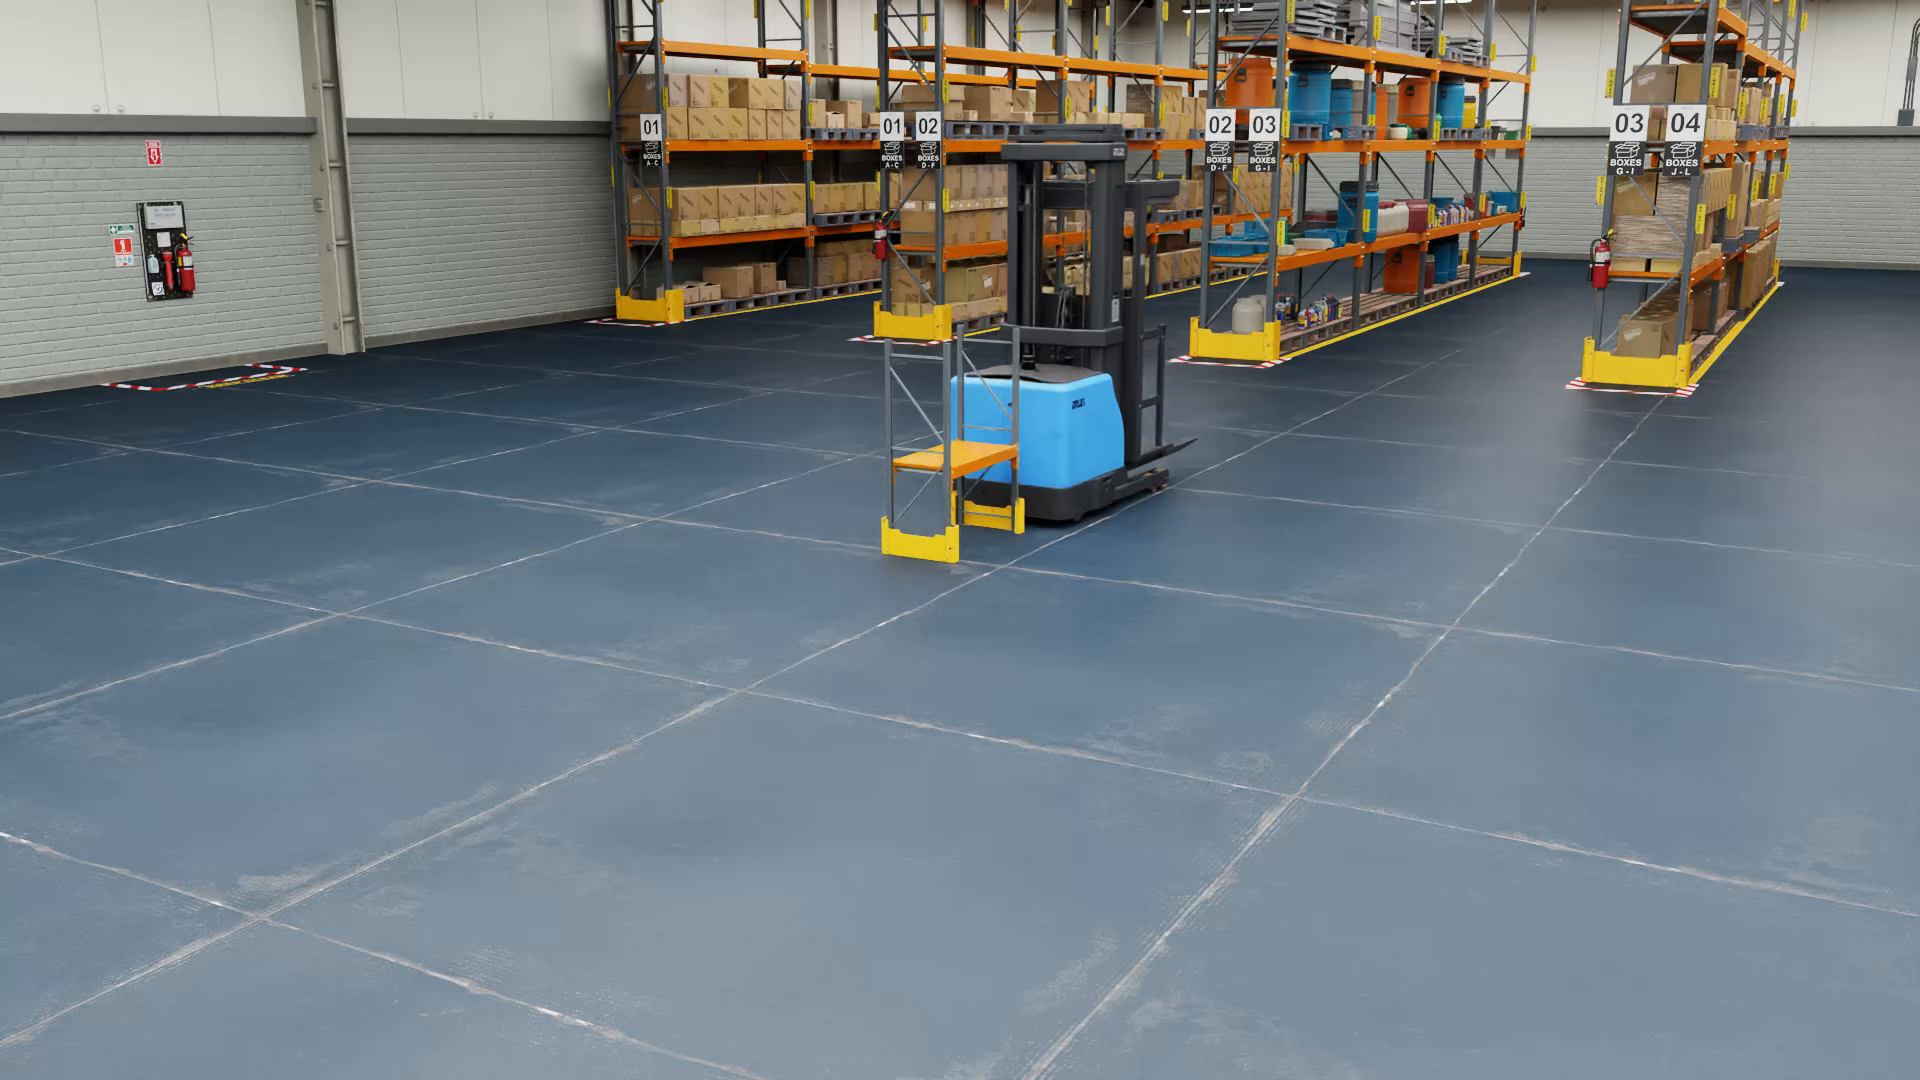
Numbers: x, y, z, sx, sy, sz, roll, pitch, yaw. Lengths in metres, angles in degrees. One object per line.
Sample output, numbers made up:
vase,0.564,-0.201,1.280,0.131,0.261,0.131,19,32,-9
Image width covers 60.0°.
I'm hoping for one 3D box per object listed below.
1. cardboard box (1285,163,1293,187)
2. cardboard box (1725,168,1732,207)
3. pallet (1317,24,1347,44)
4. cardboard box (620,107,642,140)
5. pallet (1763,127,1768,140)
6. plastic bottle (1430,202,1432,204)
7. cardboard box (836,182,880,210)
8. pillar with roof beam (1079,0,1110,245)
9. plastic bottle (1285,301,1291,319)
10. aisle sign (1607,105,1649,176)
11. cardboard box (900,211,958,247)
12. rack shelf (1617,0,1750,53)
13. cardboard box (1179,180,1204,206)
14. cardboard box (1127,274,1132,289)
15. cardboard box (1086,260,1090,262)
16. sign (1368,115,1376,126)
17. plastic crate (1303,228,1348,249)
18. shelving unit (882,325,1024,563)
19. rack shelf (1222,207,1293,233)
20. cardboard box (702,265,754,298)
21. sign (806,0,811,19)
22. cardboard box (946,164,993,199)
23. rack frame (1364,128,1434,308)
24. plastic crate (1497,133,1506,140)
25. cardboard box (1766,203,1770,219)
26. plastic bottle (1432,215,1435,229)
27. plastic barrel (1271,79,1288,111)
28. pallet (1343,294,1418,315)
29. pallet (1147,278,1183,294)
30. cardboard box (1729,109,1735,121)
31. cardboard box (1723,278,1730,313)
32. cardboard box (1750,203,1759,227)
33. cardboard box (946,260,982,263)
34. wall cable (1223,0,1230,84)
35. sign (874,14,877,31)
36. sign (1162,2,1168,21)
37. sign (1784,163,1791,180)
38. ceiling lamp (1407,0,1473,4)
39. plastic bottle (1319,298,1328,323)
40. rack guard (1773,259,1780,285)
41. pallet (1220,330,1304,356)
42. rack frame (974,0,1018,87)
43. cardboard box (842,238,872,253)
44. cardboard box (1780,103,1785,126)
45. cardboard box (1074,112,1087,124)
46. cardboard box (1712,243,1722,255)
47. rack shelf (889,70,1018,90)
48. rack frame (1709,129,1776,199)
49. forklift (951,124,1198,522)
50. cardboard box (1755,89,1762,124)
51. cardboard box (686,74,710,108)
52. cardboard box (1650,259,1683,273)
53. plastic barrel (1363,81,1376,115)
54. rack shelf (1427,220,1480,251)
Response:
cardboard box,7.076,-8.130,37.008,0.500,0.500,0.500,7,15,28
cardboard box,9.943,-4.688,22.098,0.500,0.500,0.500,7,15,28
pallet,4.621,-6.900,22.711,1.003,0.211,1.213,7,15,28
cardboard box,-5.043,-6.626,26.462,0.500,0.500,0.500,9,16,32
pallet,12.118,-6.458,26.422,1.213,0.211,1.003,8,16,31
plastic bottle,8.977,-6.267,31.734,0.144,0.351,0.185,7,15,28
cardboard box,-1.957,-6.543,31.623,0.700,0.500,0.500,7,15,28
pillar with roof beam,7.029,-11.359,39.948,9.100,9.000,0.548,7,15,28
plastic bottle,4.866,-3.419,24.698,0.097,0.271,0.097,0,14,0
aisle sign,7.693,-4.597,19.154,0.394,0.787,0.004,7,15,28
cardboard box,-0.448,-4.578,24.409,0.700,0.500,0.500,7,15,28
rack shelf,8.952,-6.287,20.454,1.077,0.370,4.000,7,15,28
cardboard box,4.692,-7.078,33.882,0.700,0.500,0.500,2,14,9
cardboard box,2.896,-4.702,30.108,0.500,0.250,0.500,7,15,27
cardboard box,2.409,-4.768,29.184,0.500,0.311,0.500,8,16,30
sign,6.060,-6.092,24.482,0.100,0.325,0.005,7,15,28
plastic crate,5.286,-4.363,24.050,0.499,0.251,0.616,7,15,28
shelving unit,-0.037,-0.713,11.793,0.587,1.500,1.083,7,15,28
rack shelf,6.083,-6.957,36.028,1.077,0.370,4.000,7,15,28
cardboard box,-3.935,-4.388,28.228,0.700,0.500,0.500,6,15,25
sign,-2.623,-9.160,28.665,0.100,0.325,0.005,7,15,28
cardboard box,0.070,-5.431,25.181,0.700,0.500,0.500,7,15,28
rack frame,7.517,-5.514,28.506,1.000,3.000,0.127,7,15,28
plastic crate,10.603,-8.034,33.118,0.437,0.136,0.530,7,15,28
cardboard box,14.243,-5.912,29.842,0.500,0.250,0.500,7,15,27
plastic bottle,8.233,-5.601,29.131,0.152,0.276,0.135,7,15,28
plastic barrel,4.090,-5.875,22.305,0.600,0.588,0.600,0,14,0
pallet,7.109,-4.004,28.192,1.003,0.211,1.213,7,15,28
pallet,3.577,-4.869,31.782,1.003,0.211,1.213,7,15,28
cardboard box,10.015,-5.612,21.981,0.380,0.149,0.250,8,16,30
cardboard box,11.547,-3.812,25.840,0.700,0.500,0.500,6,15,25
cardboard box,12.818,-5.282,27.330,0.500,0.500,0.500,7,15,27
cardboard box,0.028,-4.120,26.093,0.500,0.500,0.500,7,15,28
wall cable,8.127,-12.954,42.413,3.097,2.526,0.112,7,15,28
sign,-1.643,-10.146,32.589,0.100,0.325,0.005,7,15,28
sign,3.670,-9.462,29.748,0.100,0.325,0.005,7,15,28
sign,16.189,-7.208,32.556,0.100,0.325,0.005,7,15,28
ceiling lamp,10.536,-13.738,37.363,2.000,3.185,0.800,7,15,28
plastic bottle,5.276,-3.349,24.239,0.144,0.351,0.185,7,15,28
rack guard,15.732,-5.384,33.300,1.175,0.500,0.348,7,15,28
pallet,4.043,-2.704,22.800,1.003,0.211,1.213,7,15,28
rack frame,0.778,-10.374,35.863,1.000,3.000,0.127,7,15,28
cardboard box,-2.032,-5.630,31.783,0.500,0.250,0.500,7,15,28
cardboard box,15.516,-8.241,32.095,0.700,0.500,0.500,6,15,25
cardboard box,1.819,-7.083,28.038,0.500,0.250,0.500,6,15,23
cardboard box,10.073,-3.933,22.483,0.380,0.149,0.250,7,15,28
rack shelf,-0.188,-9.419,34.292,1.077,0.370,4.000,7,15,28
rack frame,13.787,-5.774,29.582,1.000,3.000,0.127,7,15,28
forklift,1.081,-1.860,13.494,1.130,2.935,3.031,8,16,29
cardboard box,11.841,-6.577,25.233,0.500,0.500,0.500,8,16,30
cardboard box,-4.337,-7.147,26.488,0.500,0.500,0.500,7,15,27
cardboard box,8.332,-3.221,19.530,0.380,0.149,0.250,7,15,28
plastic barrel,6.272,-6.793,26.340,0.600,0.901,0.708,7,15,28
rack shelf,8.484,-5.575,30.292,1.077,0.370,4.000,7,15,28
